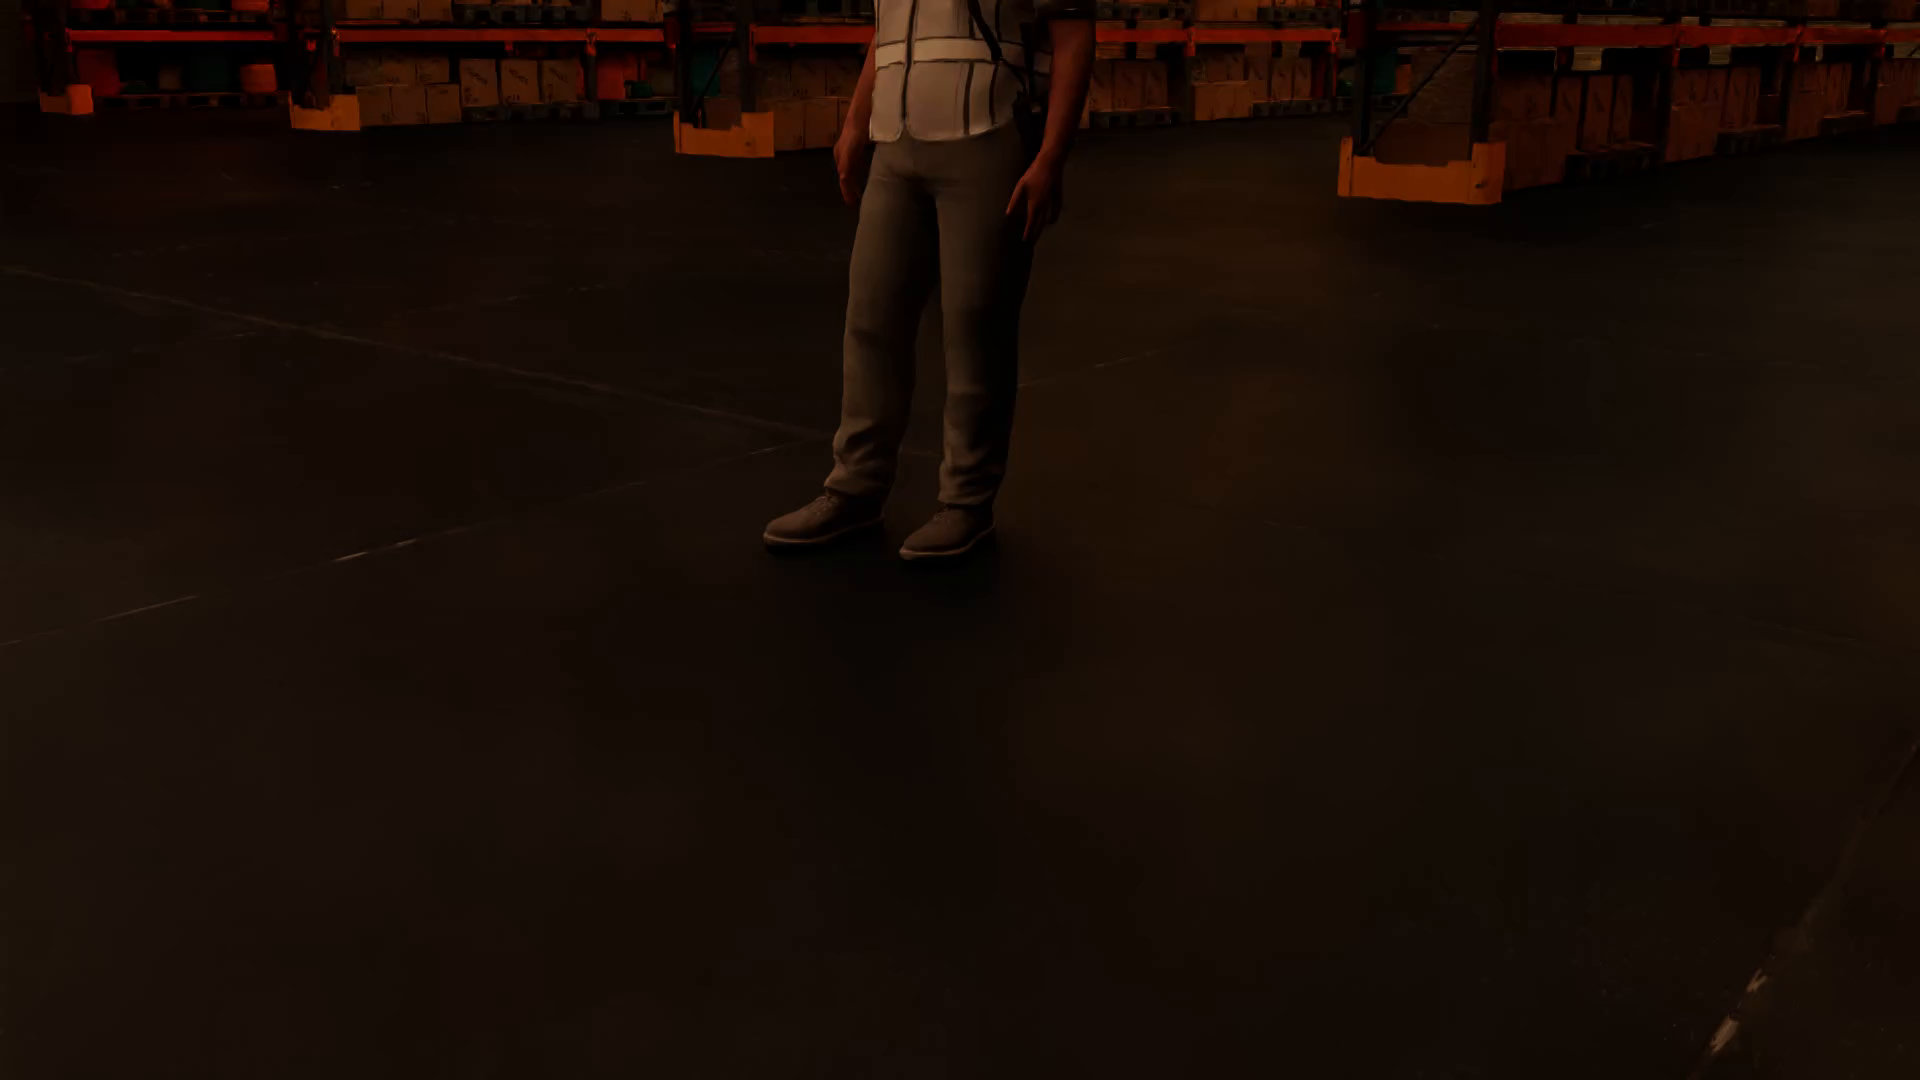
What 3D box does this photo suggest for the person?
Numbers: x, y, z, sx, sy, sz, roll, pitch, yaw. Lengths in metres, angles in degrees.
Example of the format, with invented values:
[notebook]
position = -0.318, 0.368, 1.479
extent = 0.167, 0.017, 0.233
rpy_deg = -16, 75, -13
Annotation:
[person]
position = -0.059, -0.844, 3.631
extent = 0.640, 1.778, 0.574
rpy_deg = 13, 21, 37
